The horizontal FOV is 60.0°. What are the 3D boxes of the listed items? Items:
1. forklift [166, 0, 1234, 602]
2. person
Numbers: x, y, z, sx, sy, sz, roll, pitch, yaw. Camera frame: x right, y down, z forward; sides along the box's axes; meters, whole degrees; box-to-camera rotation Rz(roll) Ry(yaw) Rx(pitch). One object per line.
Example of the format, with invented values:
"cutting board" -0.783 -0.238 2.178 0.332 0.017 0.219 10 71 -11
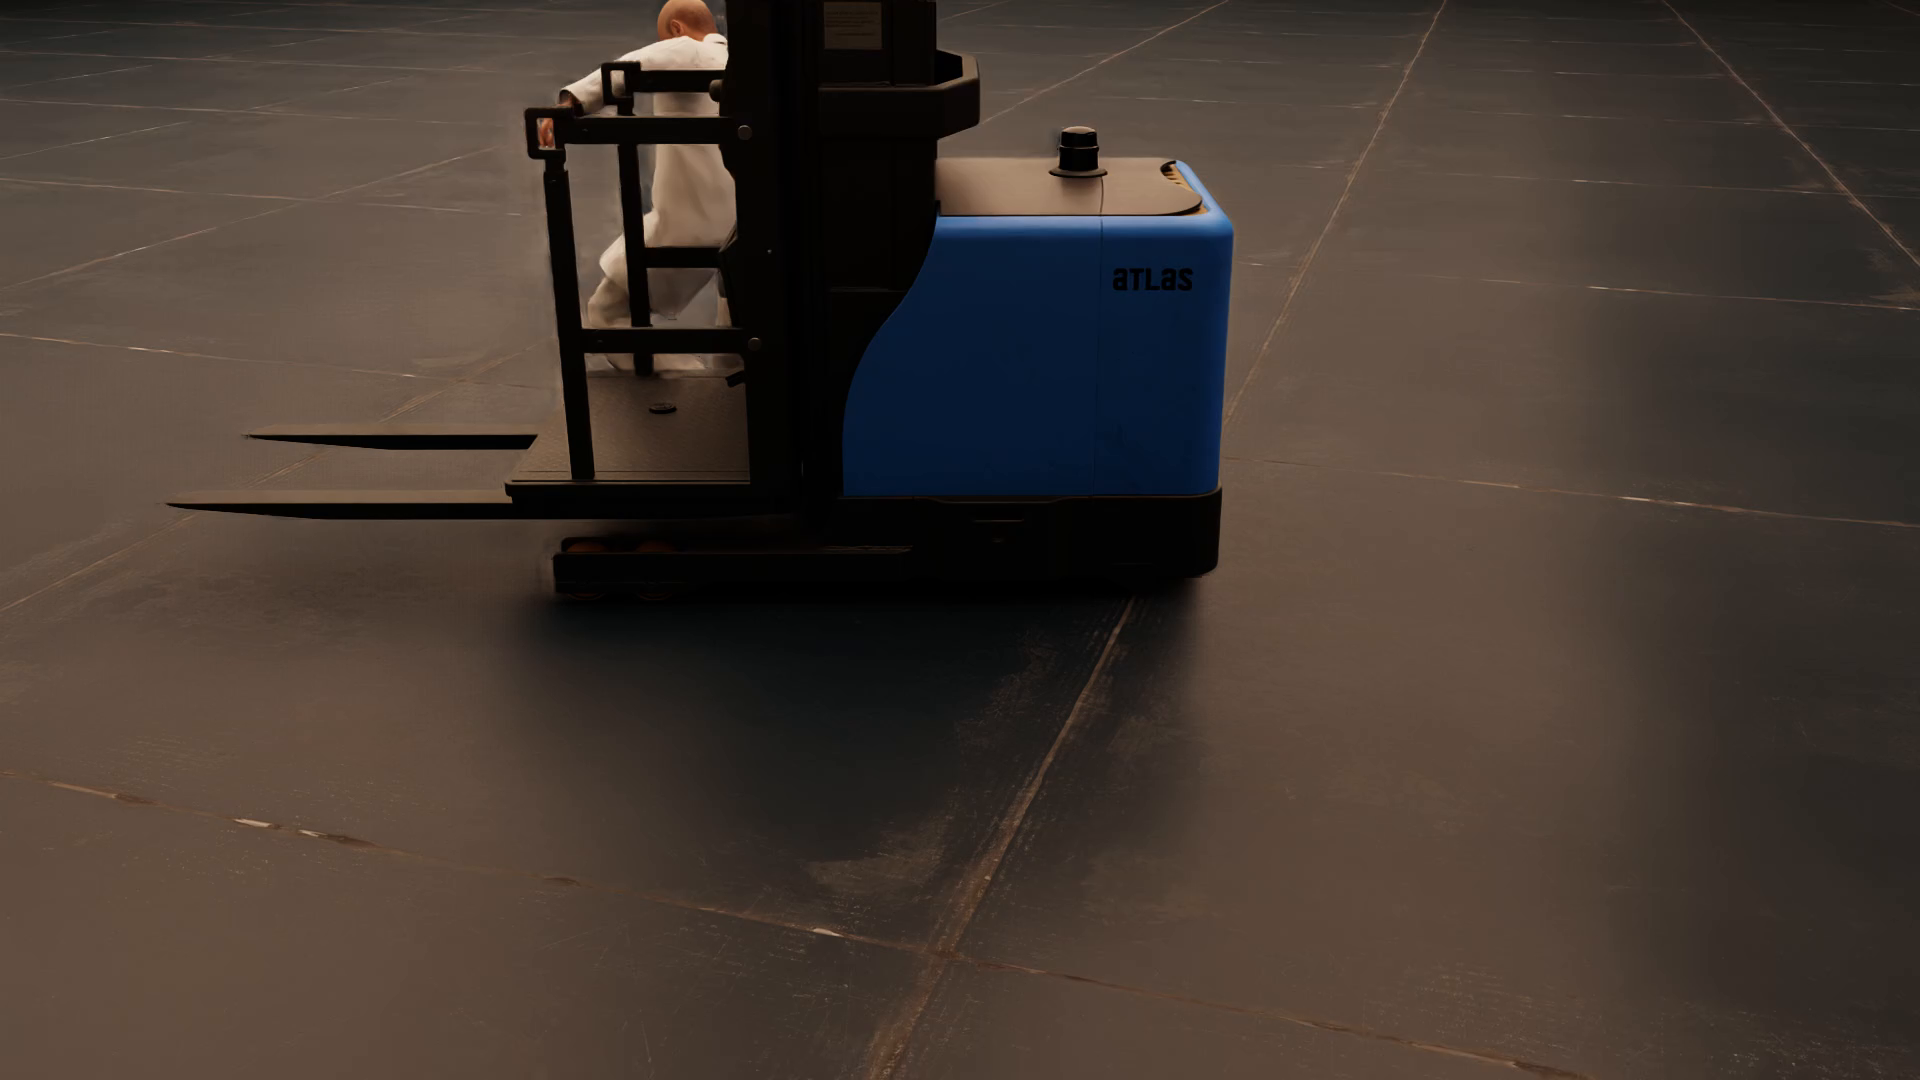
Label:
"forklift" -0.777 -1.384 4.631 3.031 2.935 1.130 0 22 0
"person" -0.966 -1.063 5.752 0.788 1.505 1.230 20 30 40
